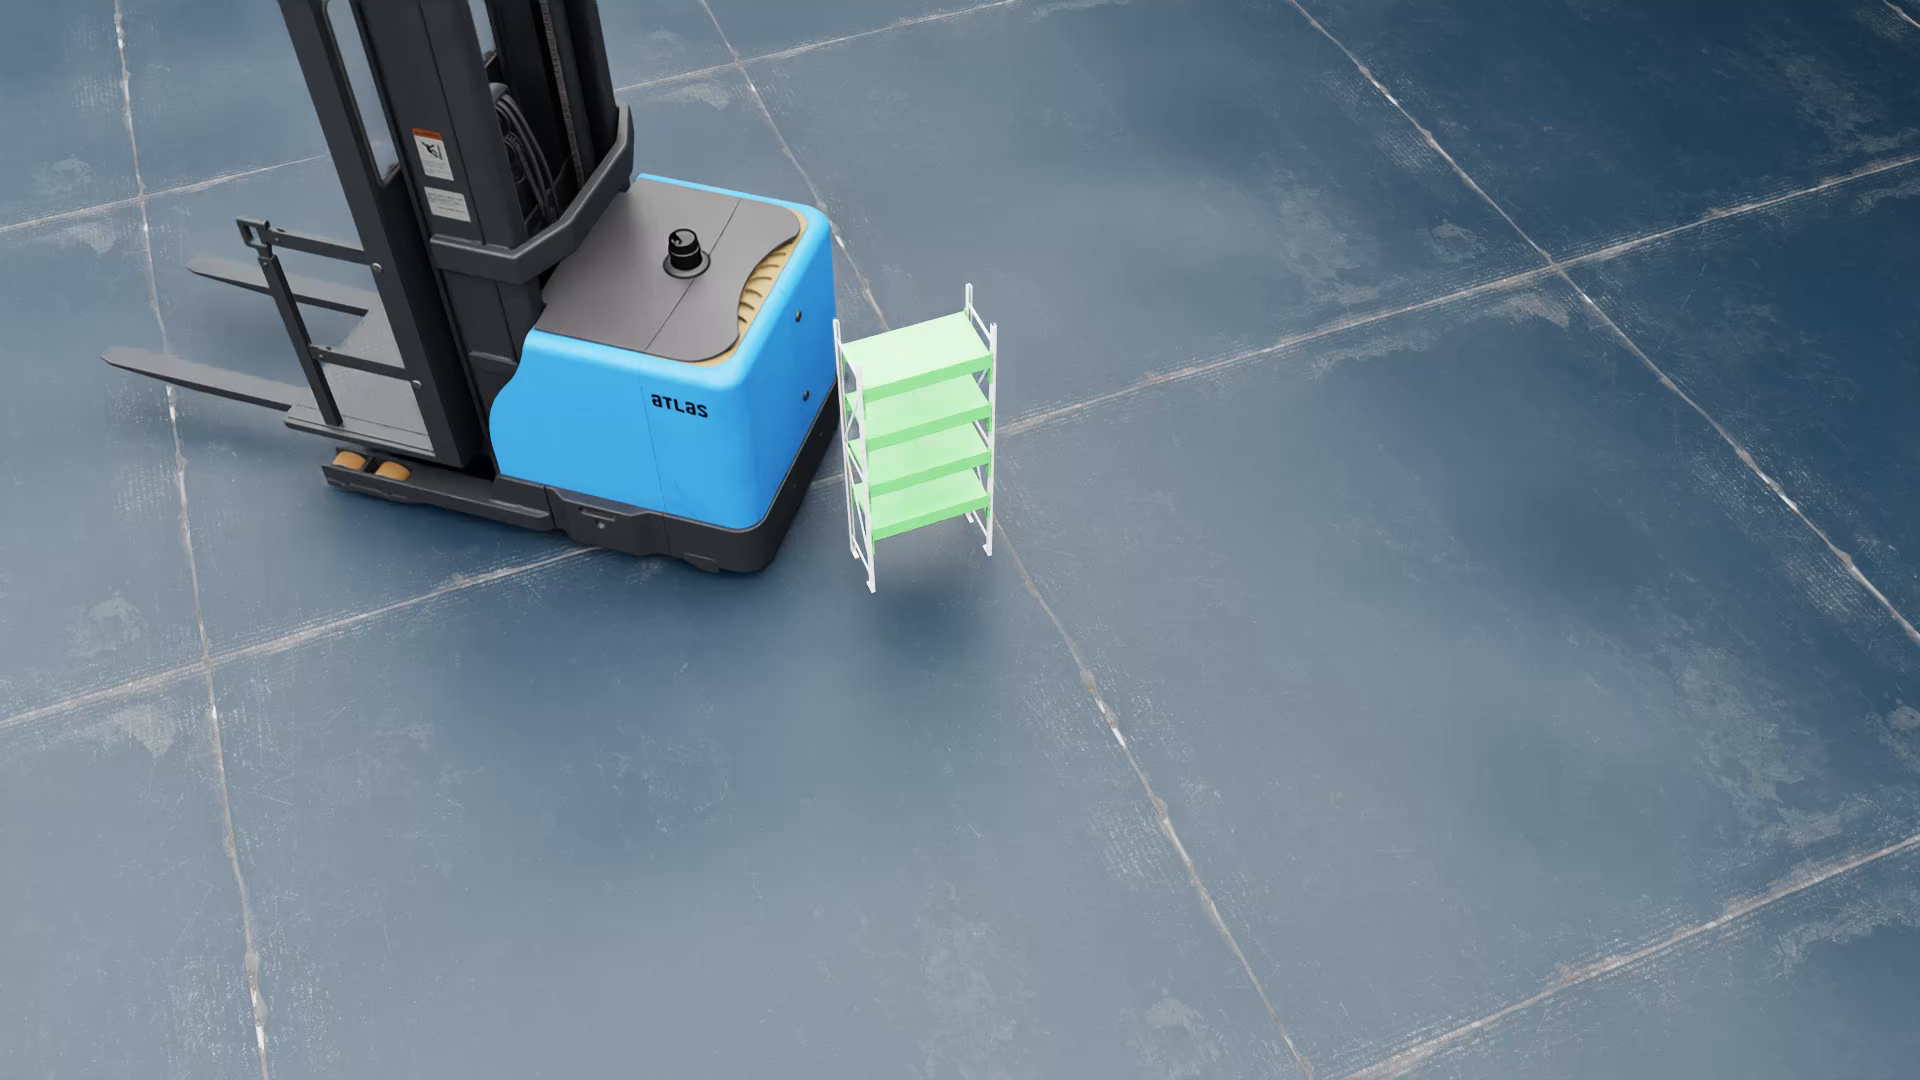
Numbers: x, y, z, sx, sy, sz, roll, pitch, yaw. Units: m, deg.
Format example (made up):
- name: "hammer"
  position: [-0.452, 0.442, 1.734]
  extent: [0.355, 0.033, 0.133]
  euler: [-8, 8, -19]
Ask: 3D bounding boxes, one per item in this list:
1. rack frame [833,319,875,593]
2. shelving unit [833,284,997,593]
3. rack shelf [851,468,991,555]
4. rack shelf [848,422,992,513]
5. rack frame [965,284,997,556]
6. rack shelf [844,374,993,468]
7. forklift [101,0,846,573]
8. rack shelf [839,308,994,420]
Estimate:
- name: "rack frame"
  position: [-0.379, -0.273, 6.035]
  extent: [0.015, 1.200, 0.240]
  euler: [-17, 52, -14]
- name: "shelving unit"
  position: [-0.153, -0.343, 6.095]
  extent: [0.503, 1.200, 0.258]
  euler: [-17, 52, -14]
- name: "rack shelf"
  position: [-0.153, -0.145, 6.325]
  extent: [0.480, 0.148, 0.258]
  euler: [-17, 52, -14]
- name: "rack shelf"
  position: [-0.153, -0.302, 6.143]
  extent: [0.480, 0.148, 0.258]
  euler: [-17, 52, -14]
- name: "rack frame"
  position: [0.073, -0.413, 6.155]
  extent: [0.015, 1.200, 0.240]
  euler: [-17, 52, -14]
- name: "rack shelf"
  position: [-0.153, -0.458, 5.961]
  extent: [0.480, 0.148, 0.258]
  euler: [-17, 52, -14]
- name: "forklift"
  position: [-2.051, -1.479, 5.929]
  extent: [3.031, 2.935, 1.130]
  euler: [13, 51, 11]
- name: "rack shelf"
  position: [-0.153, -0.615, 5.779]
  extent: [0.480, 0.148, 0.258]
  euler: [-17, 52, -14]
